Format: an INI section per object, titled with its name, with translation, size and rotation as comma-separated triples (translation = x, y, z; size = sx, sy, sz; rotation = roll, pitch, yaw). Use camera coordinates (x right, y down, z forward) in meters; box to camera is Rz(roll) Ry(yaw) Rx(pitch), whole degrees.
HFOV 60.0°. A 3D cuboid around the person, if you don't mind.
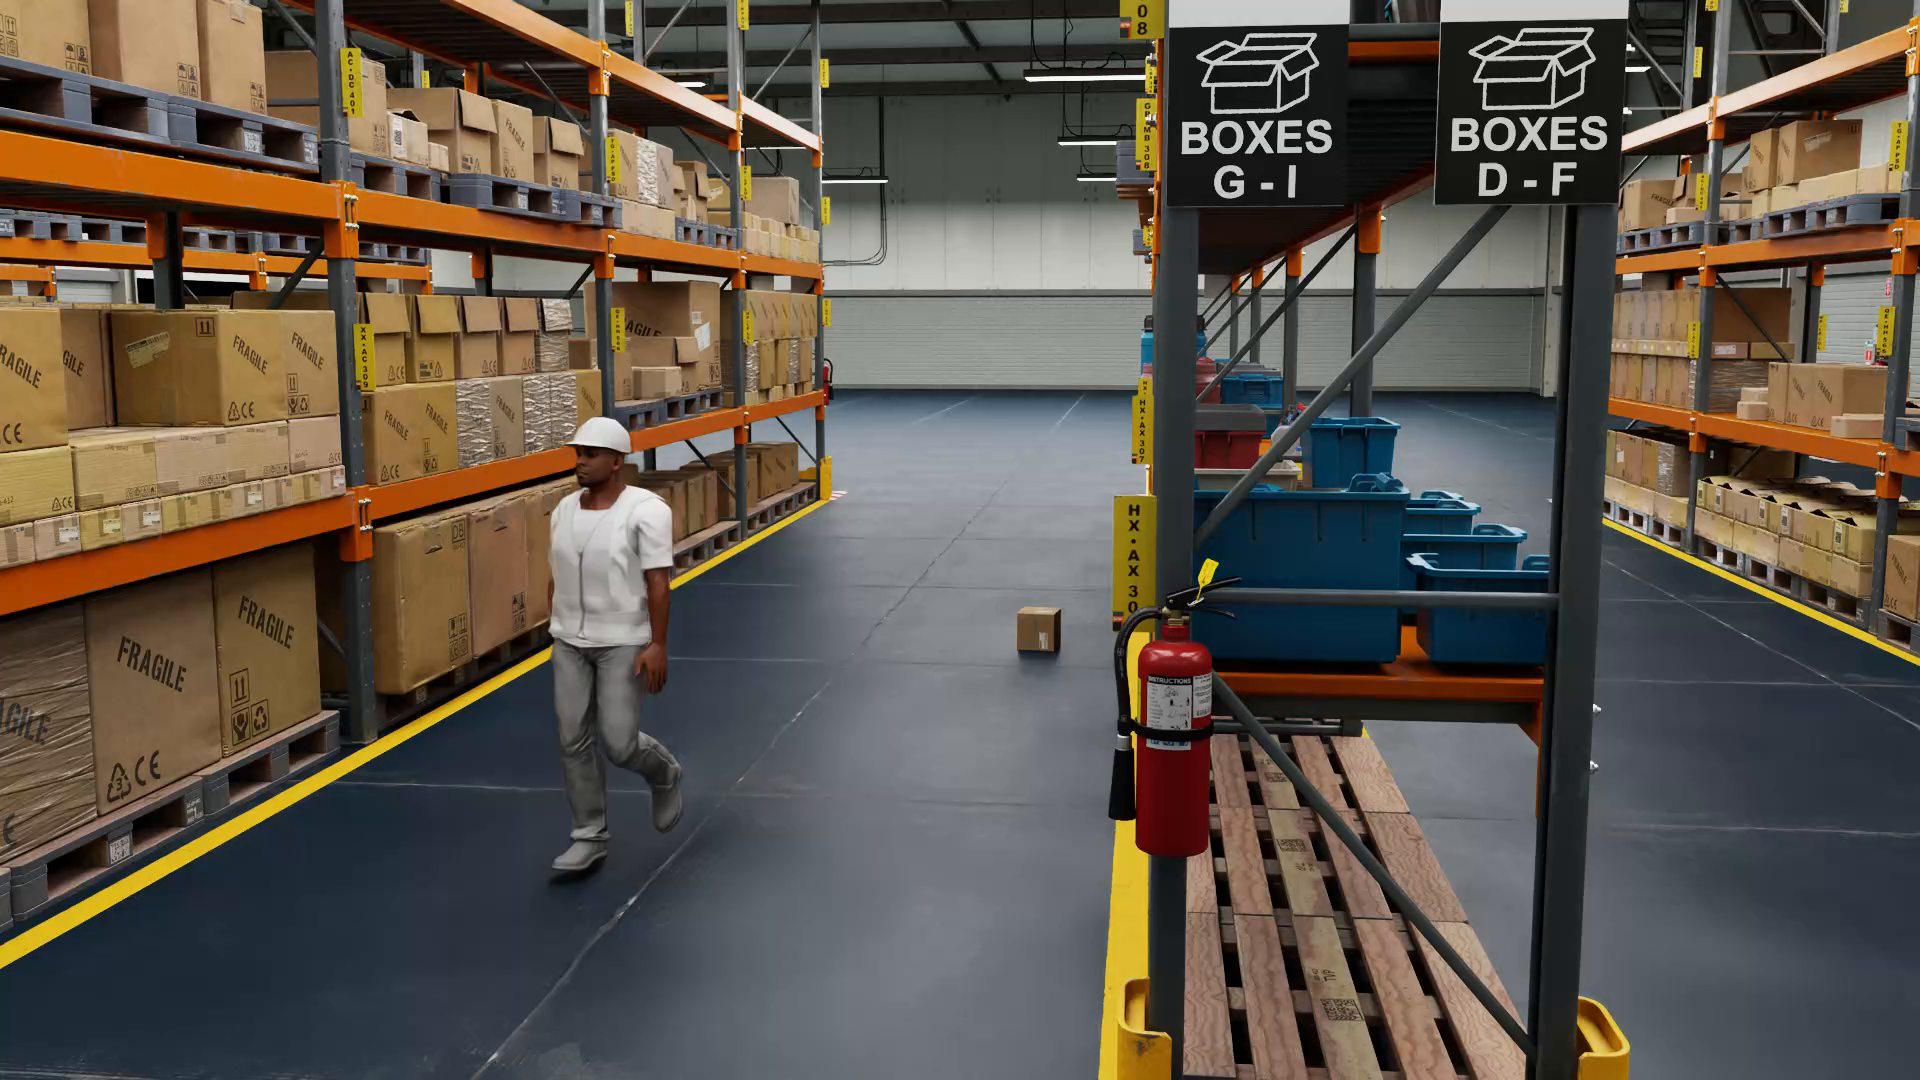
[person]
translation = -1.380, 0.395, 6.548
size = 0.579, 1.754, 0.641
rotation = 3, 8, 20
